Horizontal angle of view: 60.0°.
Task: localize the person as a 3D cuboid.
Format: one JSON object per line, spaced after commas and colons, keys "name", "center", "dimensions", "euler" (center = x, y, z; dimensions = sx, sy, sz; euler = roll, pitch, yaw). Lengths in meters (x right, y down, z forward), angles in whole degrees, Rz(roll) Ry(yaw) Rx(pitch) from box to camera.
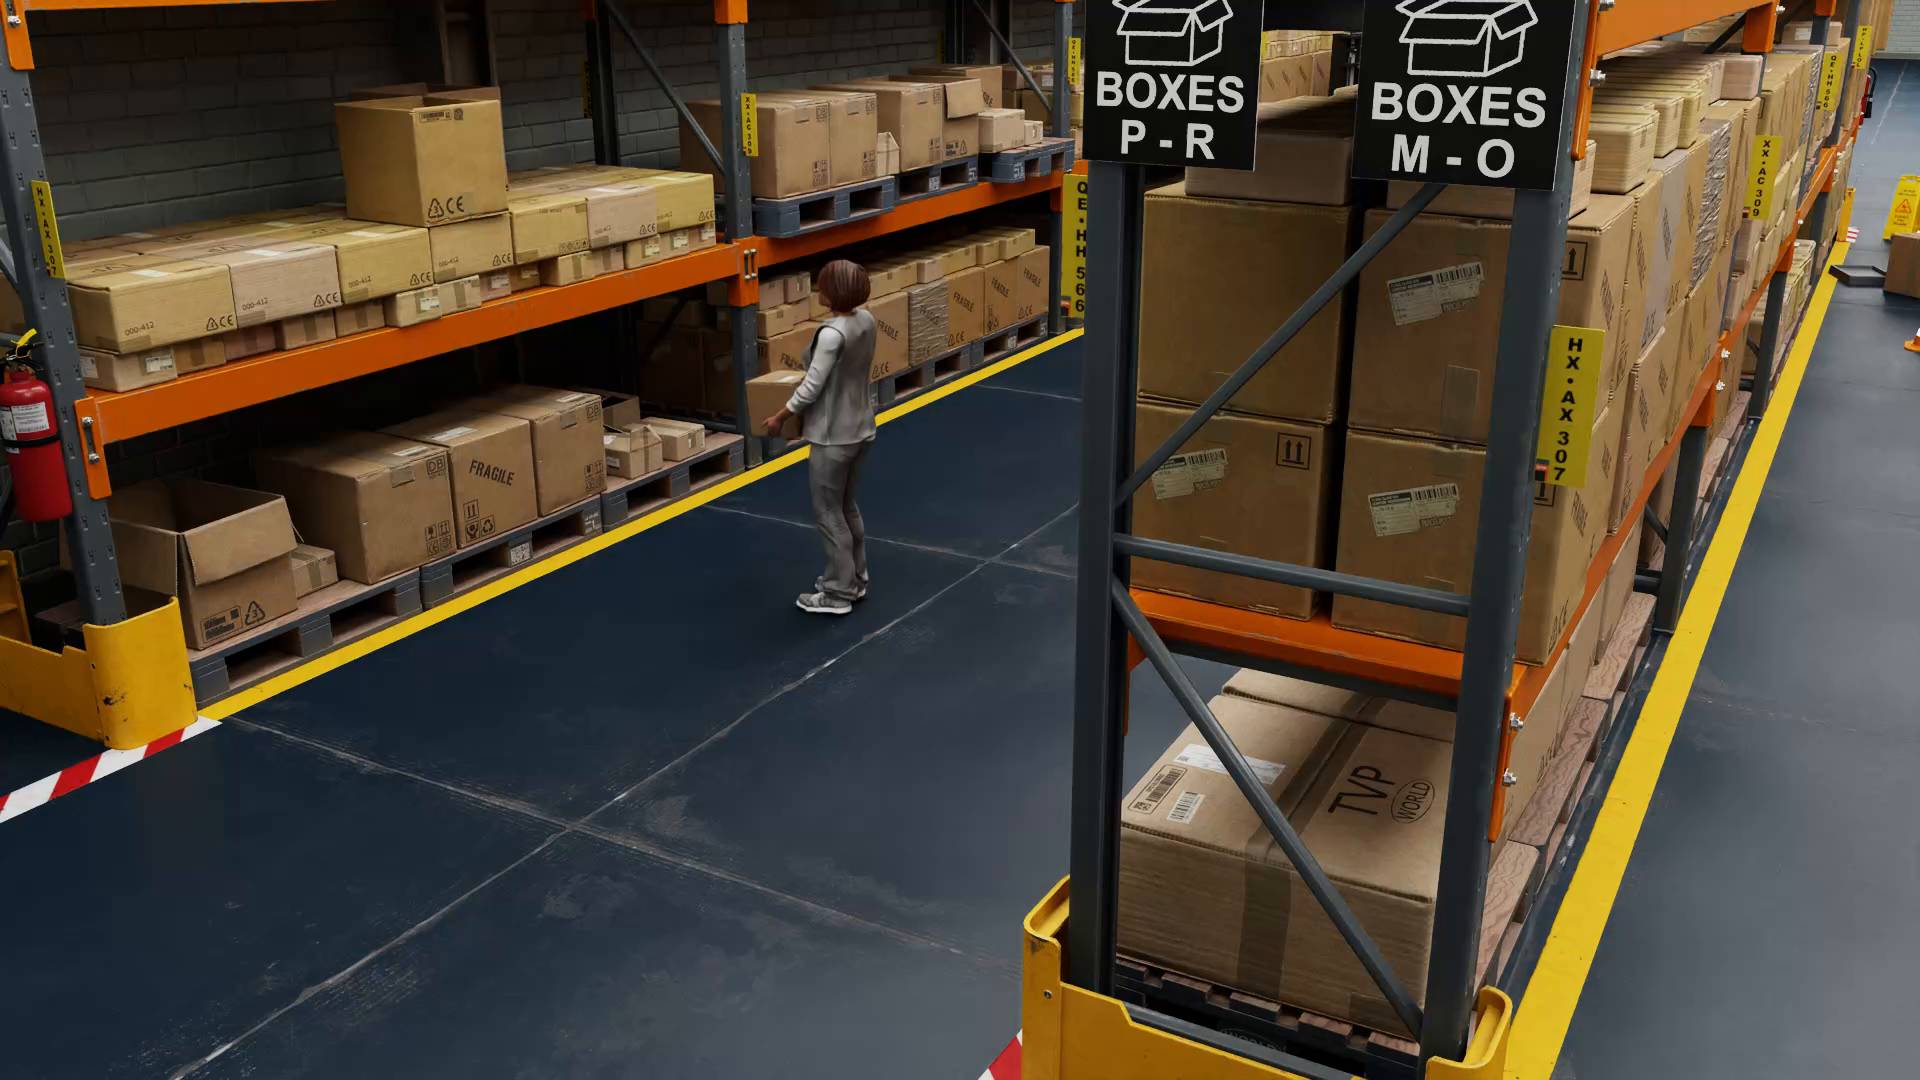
{"name": "person", "center": [-0.607, -0.454, 7.345], "dimensions": [0.476, 1.599, 0.428], "euler": [8, 21, 20]}
